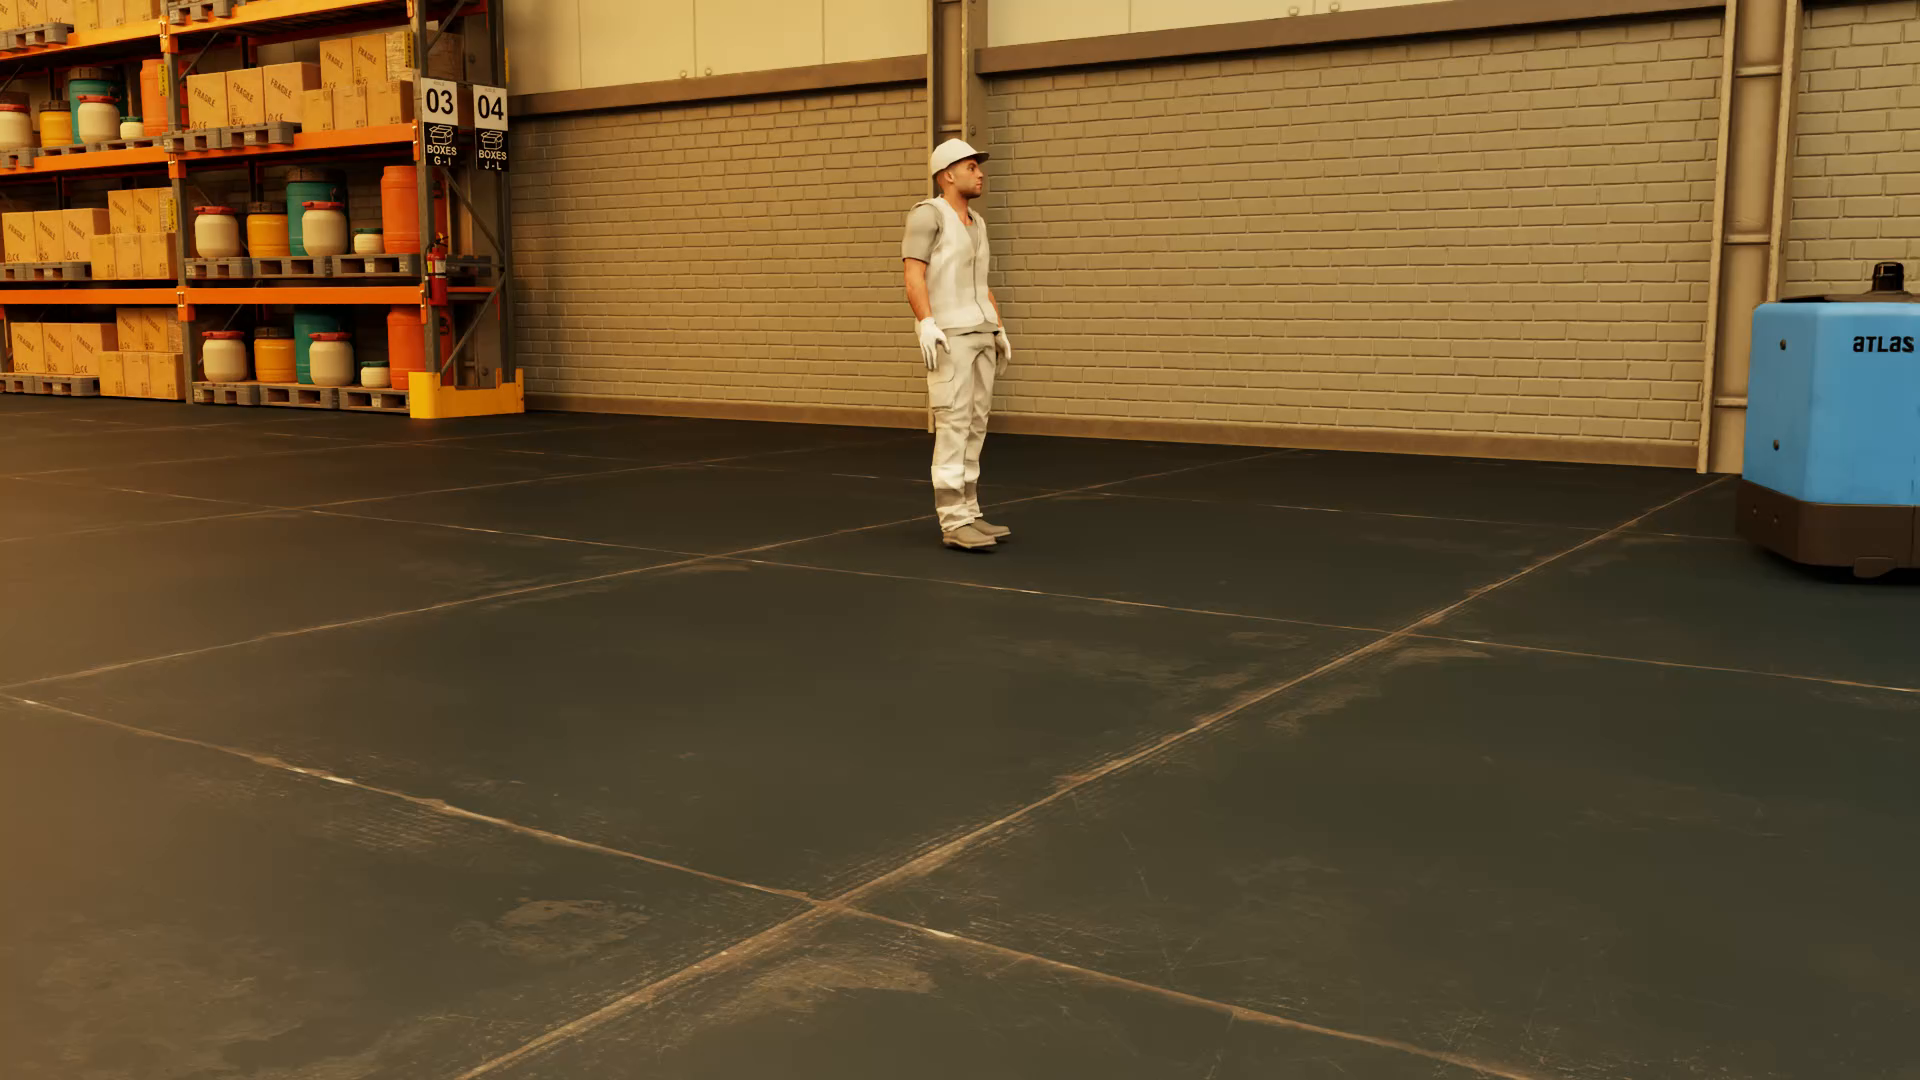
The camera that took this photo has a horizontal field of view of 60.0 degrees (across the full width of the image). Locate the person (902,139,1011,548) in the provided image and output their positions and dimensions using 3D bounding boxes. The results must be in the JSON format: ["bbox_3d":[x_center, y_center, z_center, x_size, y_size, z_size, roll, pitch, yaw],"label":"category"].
[{"bbox_3d":[0.060,-0.885,7.422,0.562,1.790,0.637,5,10,34],"label":"person"}]

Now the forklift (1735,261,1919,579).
[{"bbox_3d":[4.825,-1.314,6.436,3.031,2.935,1.130,1,8,10],"label":"forklift"}]
